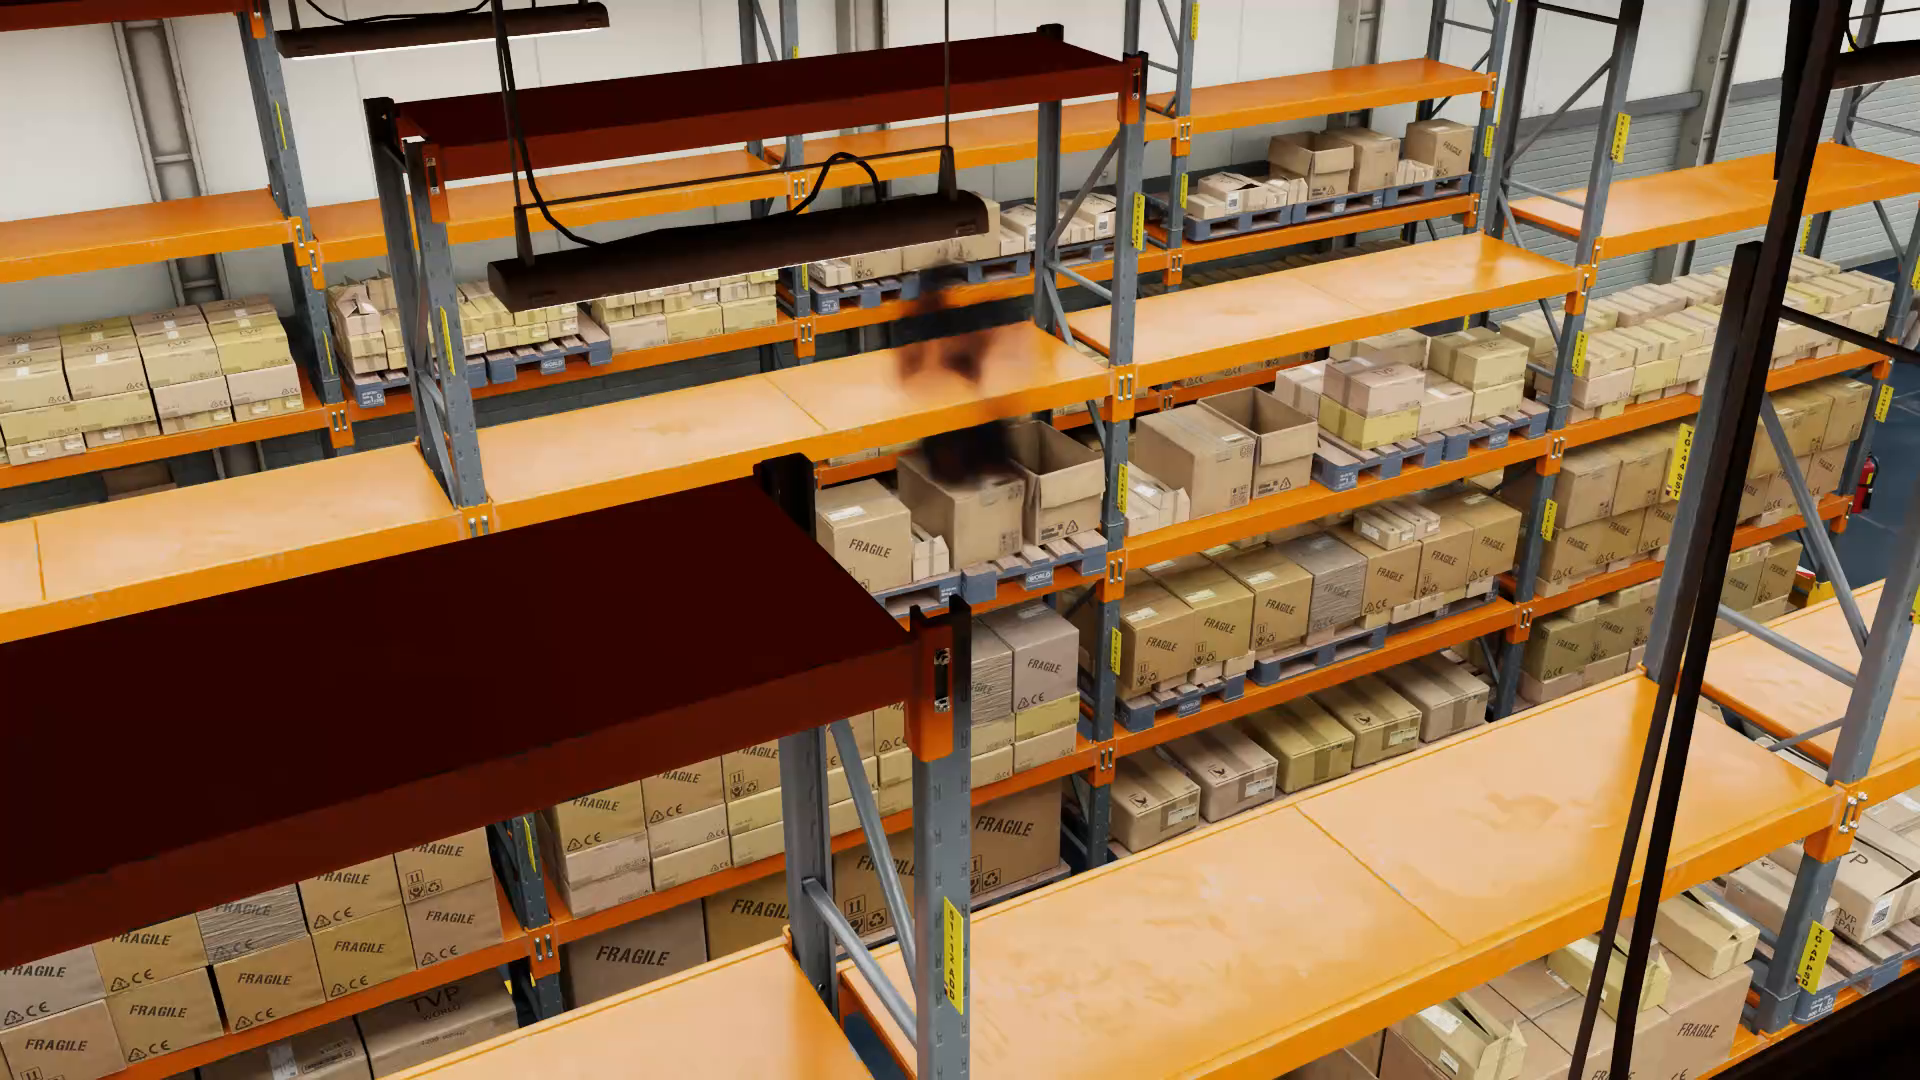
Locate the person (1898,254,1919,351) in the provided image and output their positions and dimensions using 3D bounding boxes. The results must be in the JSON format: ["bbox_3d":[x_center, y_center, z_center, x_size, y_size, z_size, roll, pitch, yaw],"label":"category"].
[{"bbox_3d":[12.265,-3.156,21.138,0.656,1.736,0.644,-25,37,-38],"label":"person"}]
